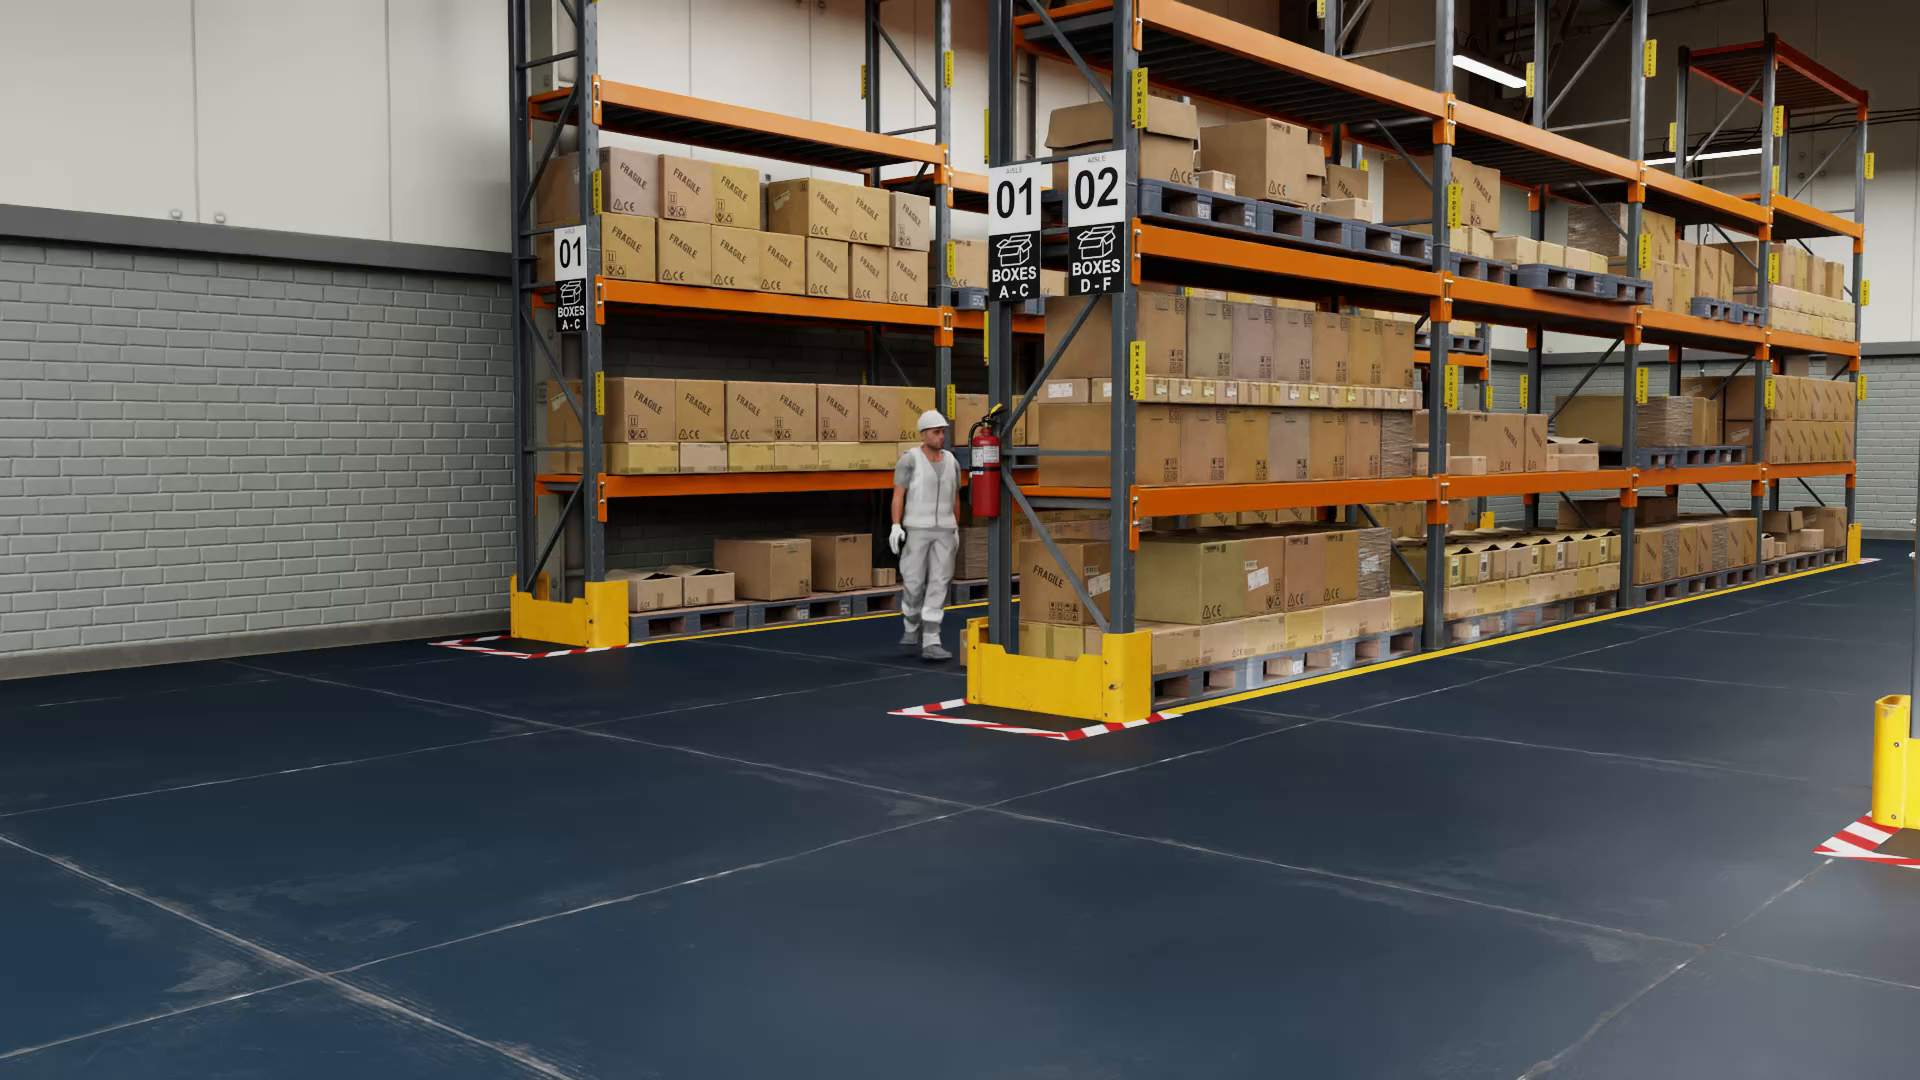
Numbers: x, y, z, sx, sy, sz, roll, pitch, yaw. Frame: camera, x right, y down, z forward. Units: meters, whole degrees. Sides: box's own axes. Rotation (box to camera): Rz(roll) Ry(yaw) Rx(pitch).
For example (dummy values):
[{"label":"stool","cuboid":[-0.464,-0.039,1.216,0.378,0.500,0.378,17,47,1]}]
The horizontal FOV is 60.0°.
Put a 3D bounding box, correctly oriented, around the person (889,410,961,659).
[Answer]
[{"label":"person","cuboid":[-0.241,-0.044,11.986,0.618,1.781,0.656,-1,4,-23]}]
